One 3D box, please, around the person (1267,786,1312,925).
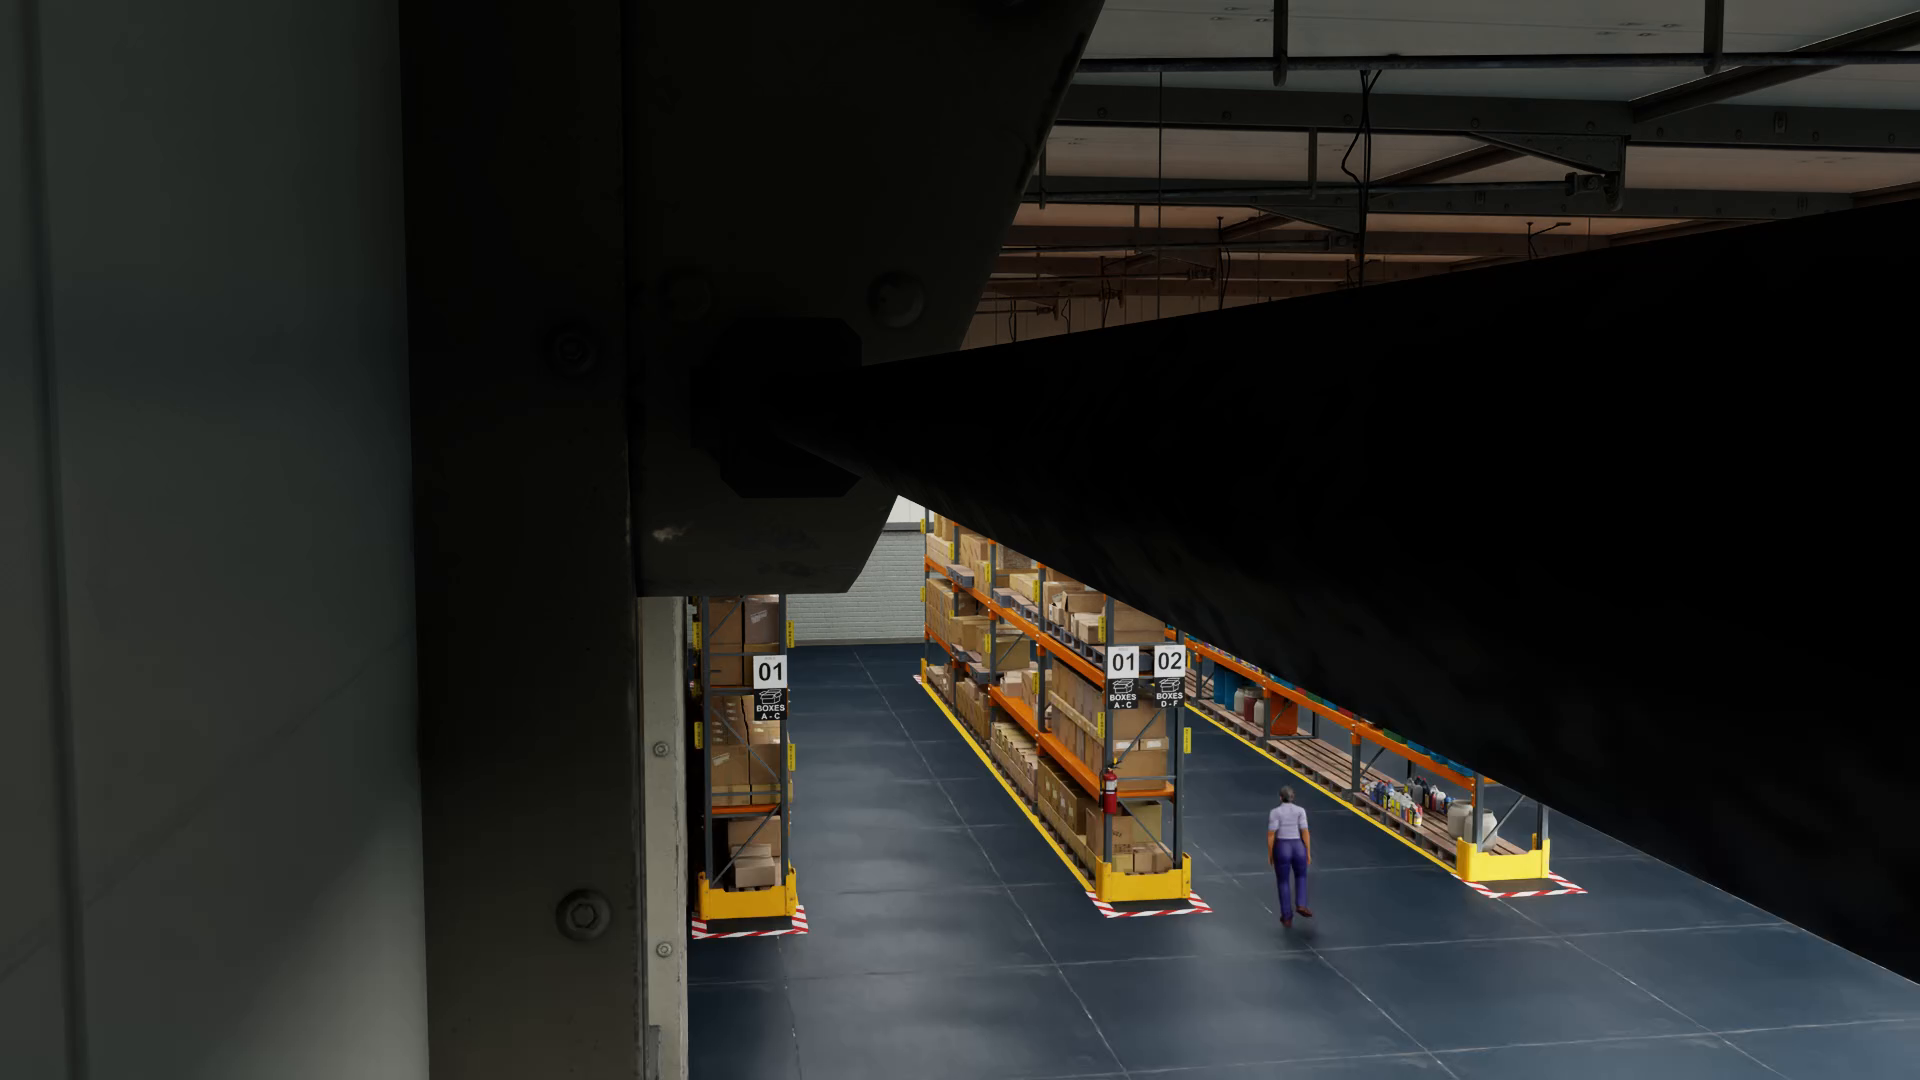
[{"bbox_3d":[3.941,3.759,19.880,0.540,1.637,0.462,0,5,1],"label":"person"}]
